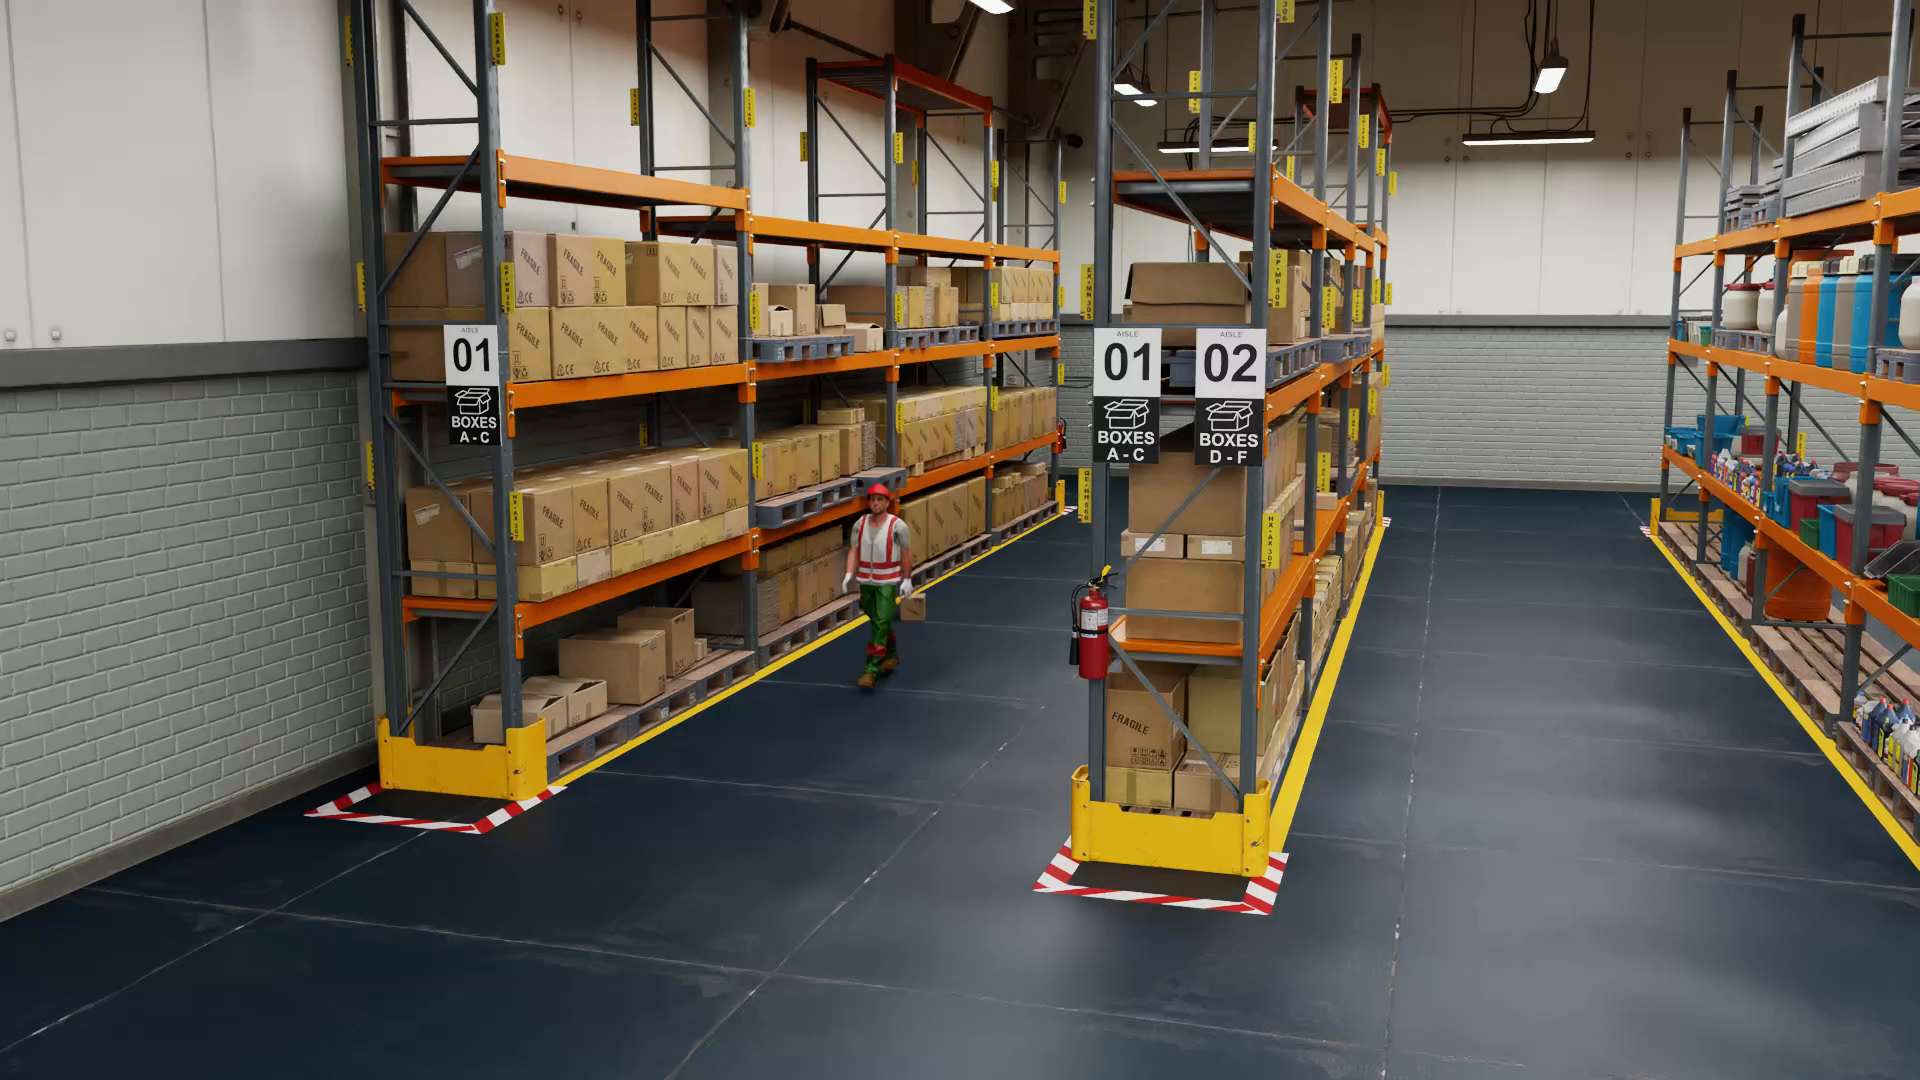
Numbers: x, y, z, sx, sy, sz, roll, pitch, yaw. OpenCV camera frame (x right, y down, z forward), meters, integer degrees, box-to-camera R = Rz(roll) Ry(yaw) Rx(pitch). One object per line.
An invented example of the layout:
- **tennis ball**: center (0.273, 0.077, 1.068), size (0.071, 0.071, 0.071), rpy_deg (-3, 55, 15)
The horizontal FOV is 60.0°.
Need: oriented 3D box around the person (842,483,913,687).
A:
- **person**: center (-0.748, 0.372, 14.617), size (0.523, 1.731, 1.054), rpy_deg (4, 9, 24)
